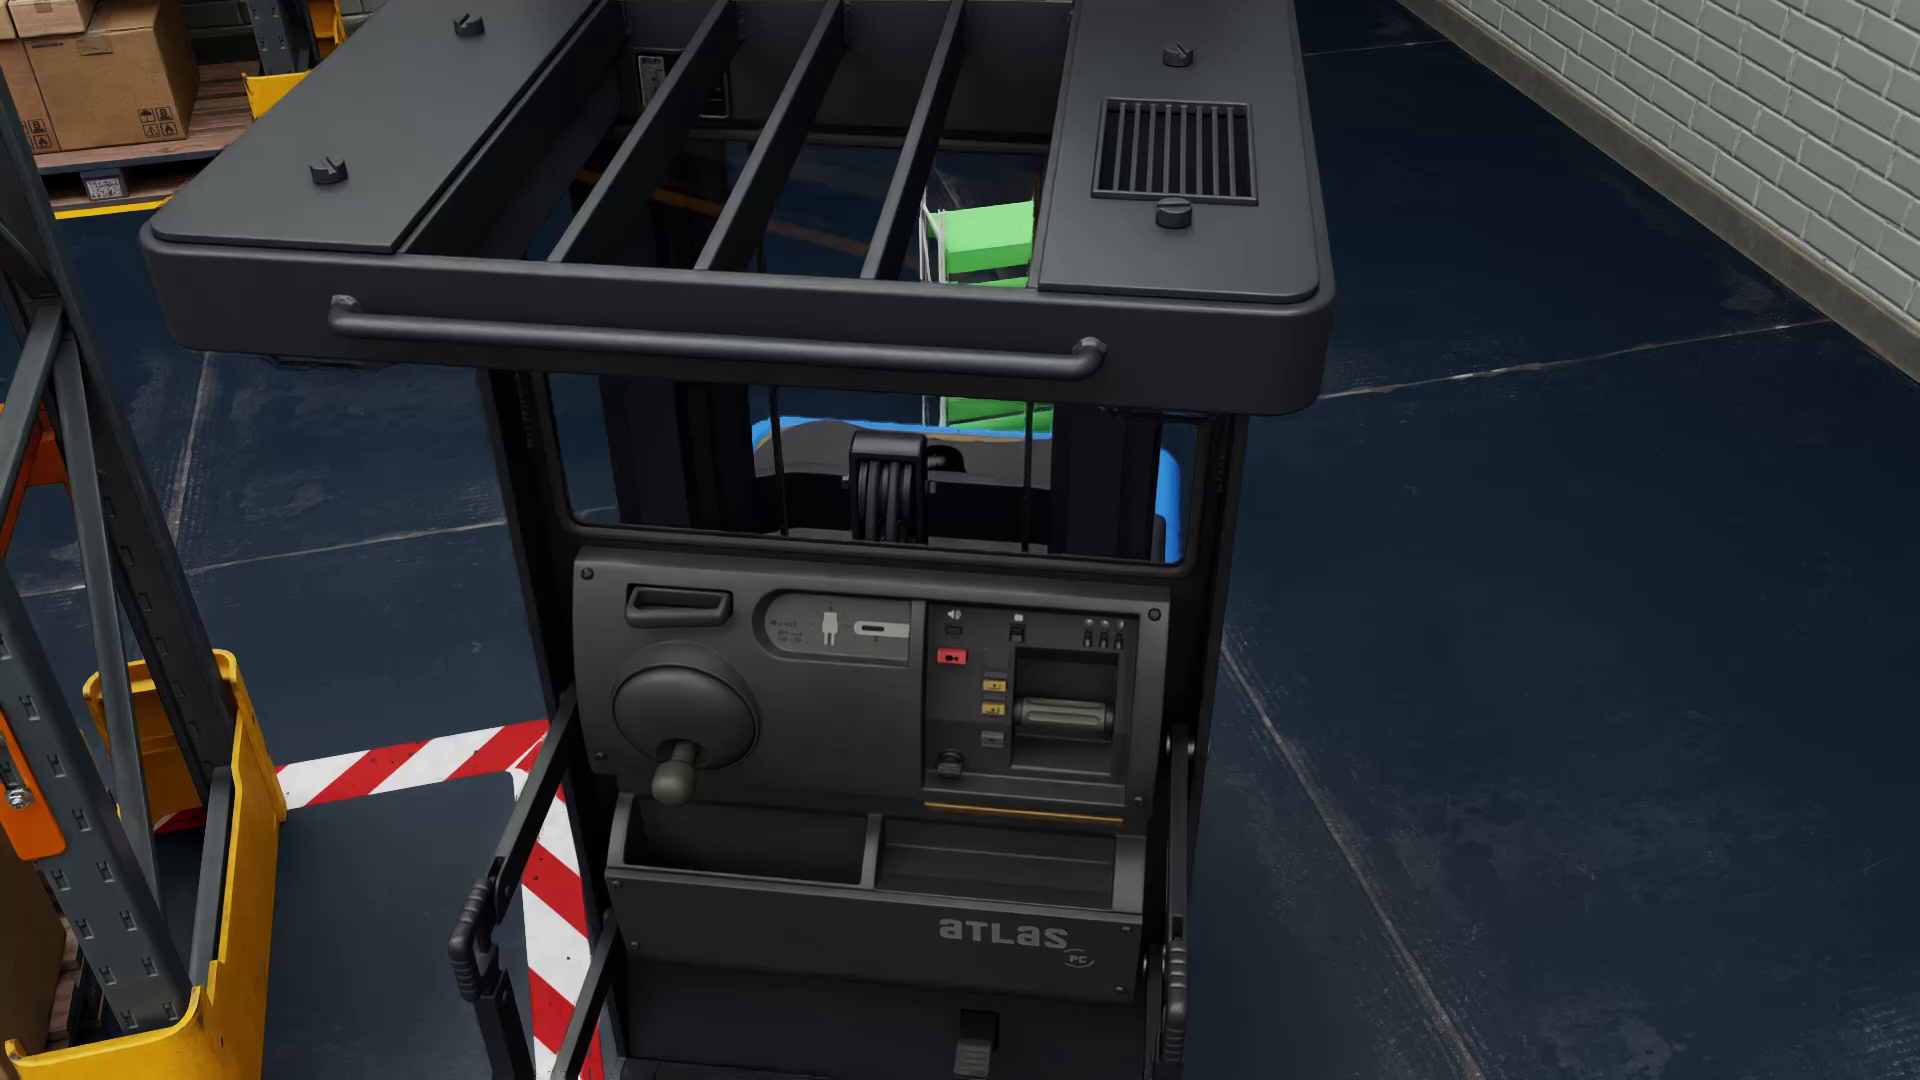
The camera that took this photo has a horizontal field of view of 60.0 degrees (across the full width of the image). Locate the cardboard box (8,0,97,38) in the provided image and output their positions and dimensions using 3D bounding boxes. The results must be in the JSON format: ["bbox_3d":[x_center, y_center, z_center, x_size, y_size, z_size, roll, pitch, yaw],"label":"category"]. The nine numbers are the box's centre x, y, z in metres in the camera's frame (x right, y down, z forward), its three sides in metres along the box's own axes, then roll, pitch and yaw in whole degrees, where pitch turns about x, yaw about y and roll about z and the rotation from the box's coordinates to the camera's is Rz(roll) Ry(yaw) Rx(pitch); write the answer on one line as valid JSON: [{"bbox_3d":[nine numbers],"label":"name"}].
[{"bbox_3d":[-3.738,-2.218,6.858,0.250,0.149,0.380,-10,38,-12],"label":"cardboard box"}]

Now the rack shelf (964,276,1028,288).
[{"bbox_3d":[0.160,-0.643,4.813,0.480,0.148,0.258,-9,38,-12],"label":"rack shelf"}]

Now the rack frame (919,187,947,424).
[{"bbox_3d":[-0.076,-0.464,4.869,0.015,1.200,0.240,-9,38,-12],"label":"rack frame"}]

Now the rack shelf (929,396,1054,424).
[{"bbox_3d":[0.160,-0.452,4.959,0.480,0.148,0.258,-9,38,-12],"label":"rack shelf"}]

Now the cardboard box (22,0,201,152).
[{"bbox_3d":[-3.661,-2.087,7.222,0.500,0.500,0.700,-9,38,-12],"label":"cardboard box"}]

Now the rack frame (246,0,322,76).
[{"bbox_3d":[-3.011,-3.083,6.811,0.127,3.000,1.000,-9,38,-12],"label":"rack frame"}]

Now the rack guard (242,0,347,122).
[{"bbox_3d":[-2.988,-2.094,7.576,0.348,0.500,1.175,-9,38,-12],"label":"rack guard"}]

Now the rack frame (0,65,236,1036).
[{"bbox_3d":[-1.716,-0.178,3.014,0.127,3.000,1.000,-9,38,-12],"label":"rack frame"}]

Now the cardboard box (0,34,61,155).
[{"bbox_3d":[-4.144,-2.008,7.118,0.500,0.500,0.700,-9,38,-12],"label":"cardboard box"}]

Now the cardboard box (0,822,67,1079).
[{"bbox_3d":[-2.177,0.871,3.338,0.500,0.500,0.500,-9,38,-12],"label":"cardboard box"}]

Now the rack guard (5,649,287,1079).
[{"bbox_3d":[-1.790,0.827,3.758,0.348,0.500,1.175,-9,38,-12],"label":"rack guard"}]

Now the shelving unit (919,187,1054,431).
[{"bbox_3d":[0.160,-0.503,4.920,0.503,1.200,0.258,-9,38,-12],"label":"shelving unit"}]

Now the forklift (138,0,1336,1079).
[{"bbox_3d":[-0.168,0.309,2.433,1.130,2.935,3.031,4,38,5],"label":"forklift"}]

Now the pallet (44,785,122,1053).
[{"bbox_3d":[-2.559,1.069,3.680,1.213,0.211,1.003,-9,38,-12],"label":"pallet"}]

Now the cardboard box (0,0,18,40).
[{"bbox_3d":[-3.984,-2.177,6.805,0.250,0.149,0.380,-8,38,-11],"label":"cardboard box"}]

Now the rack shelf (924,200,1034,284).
[{"bbox_3d":[0.160,-0.833,4.667,0.480,0.148,0.258,-9,38,-12],"label":"rack shelf"}]

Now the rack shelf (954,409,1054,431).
[{"bbox_3d":[0.160,-0.261,5.104,0.480,0.148,0.258,-9,38,-12],"label":"rack shelf"}]

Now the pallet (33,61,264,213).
[{"bbox_3d":[-3.763,-1.803,7.433,1.213,0.211,1.003,-9,38,-12],"label":"pallet"}]

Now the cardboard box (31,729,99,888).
[{"bbox_3d":[-2.210,0.644,3.923,0.250,0.149,0.380,-9,38,-12],"label":"cardboard box"}]

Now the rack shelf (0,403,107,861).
[{"bbox_3d":[-3.647,0.425,2.818,4.000,0.370,1.077,-9,38,-12],"label":"rack shelf"}]
